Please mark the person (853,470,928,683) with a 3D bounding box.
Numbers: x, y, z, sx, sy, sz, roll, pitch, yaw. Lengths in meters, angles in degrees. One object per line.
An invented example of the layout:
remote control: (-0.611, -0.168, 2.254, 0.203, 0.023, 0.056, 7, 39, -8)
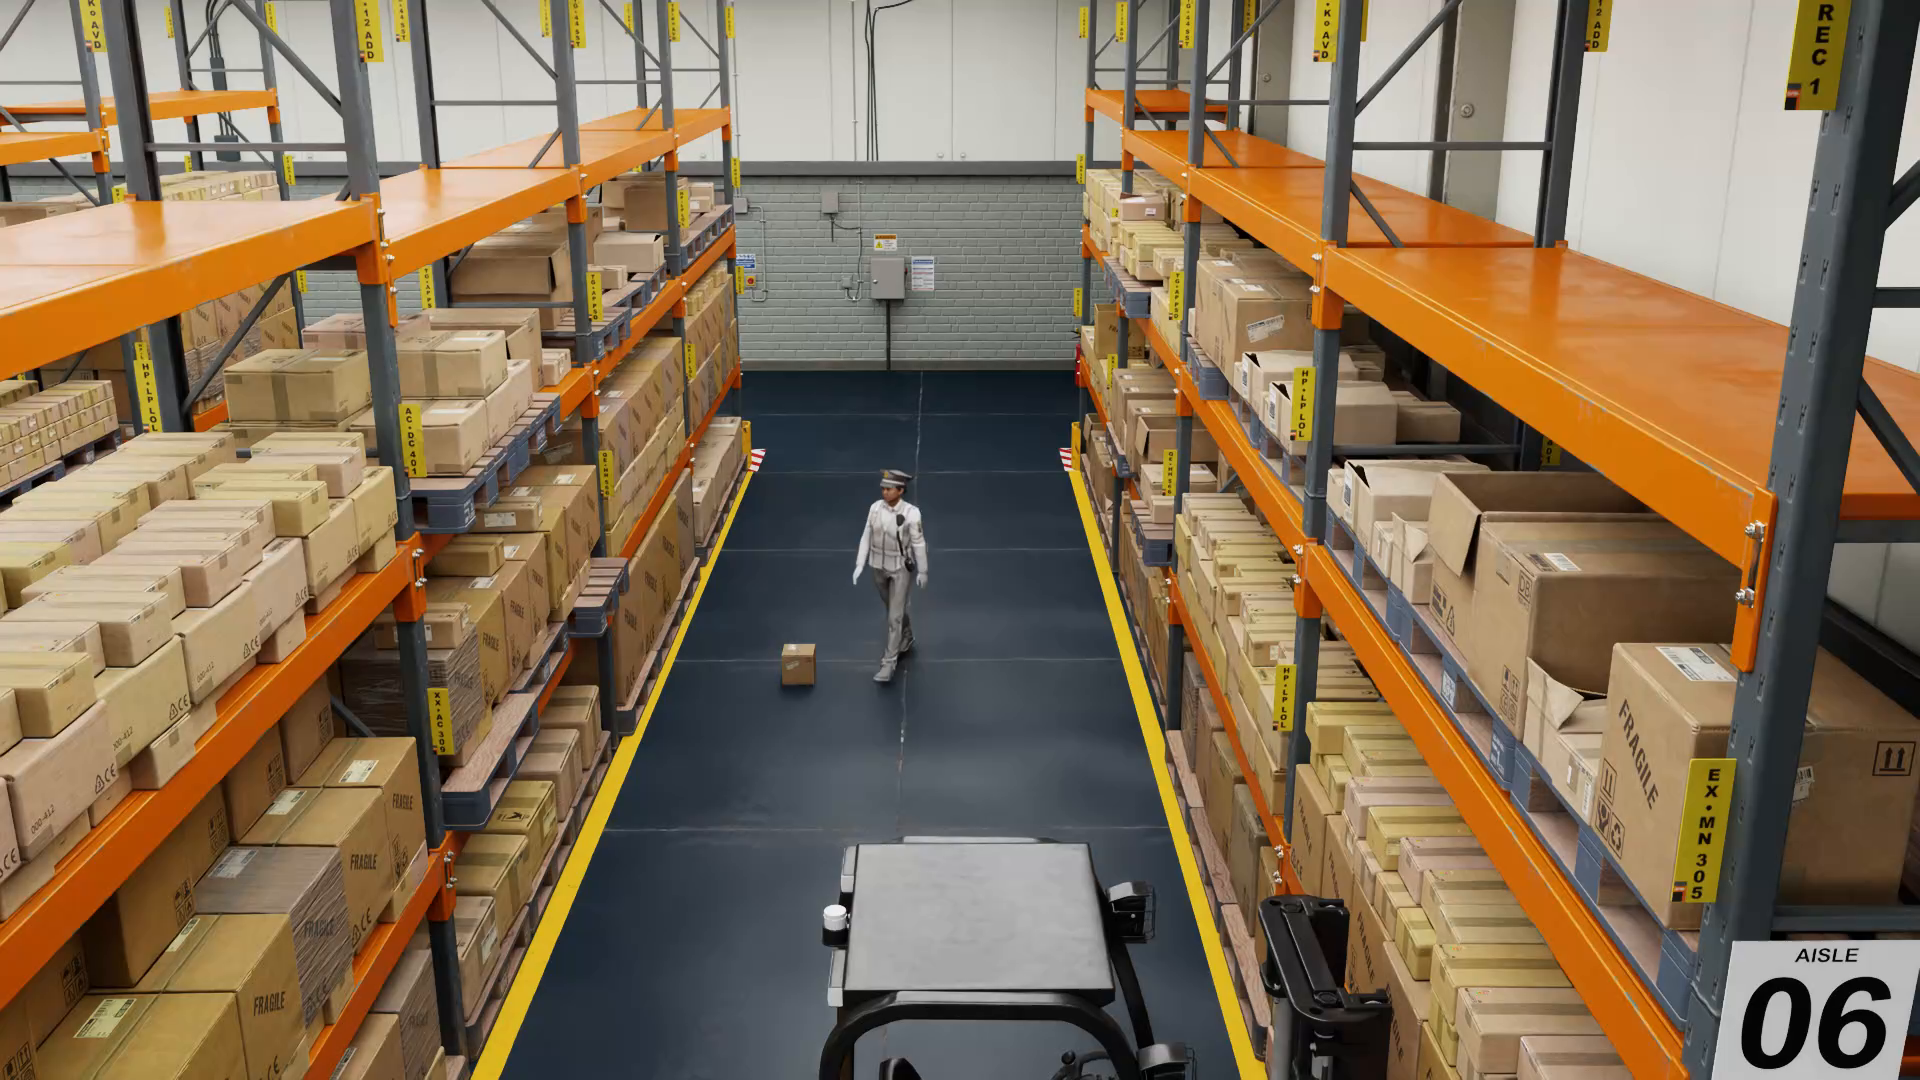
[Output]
person: (-0.581, 0.231, 13.239, 0.525, 1.622, 1.013, 9, 19, 26)
